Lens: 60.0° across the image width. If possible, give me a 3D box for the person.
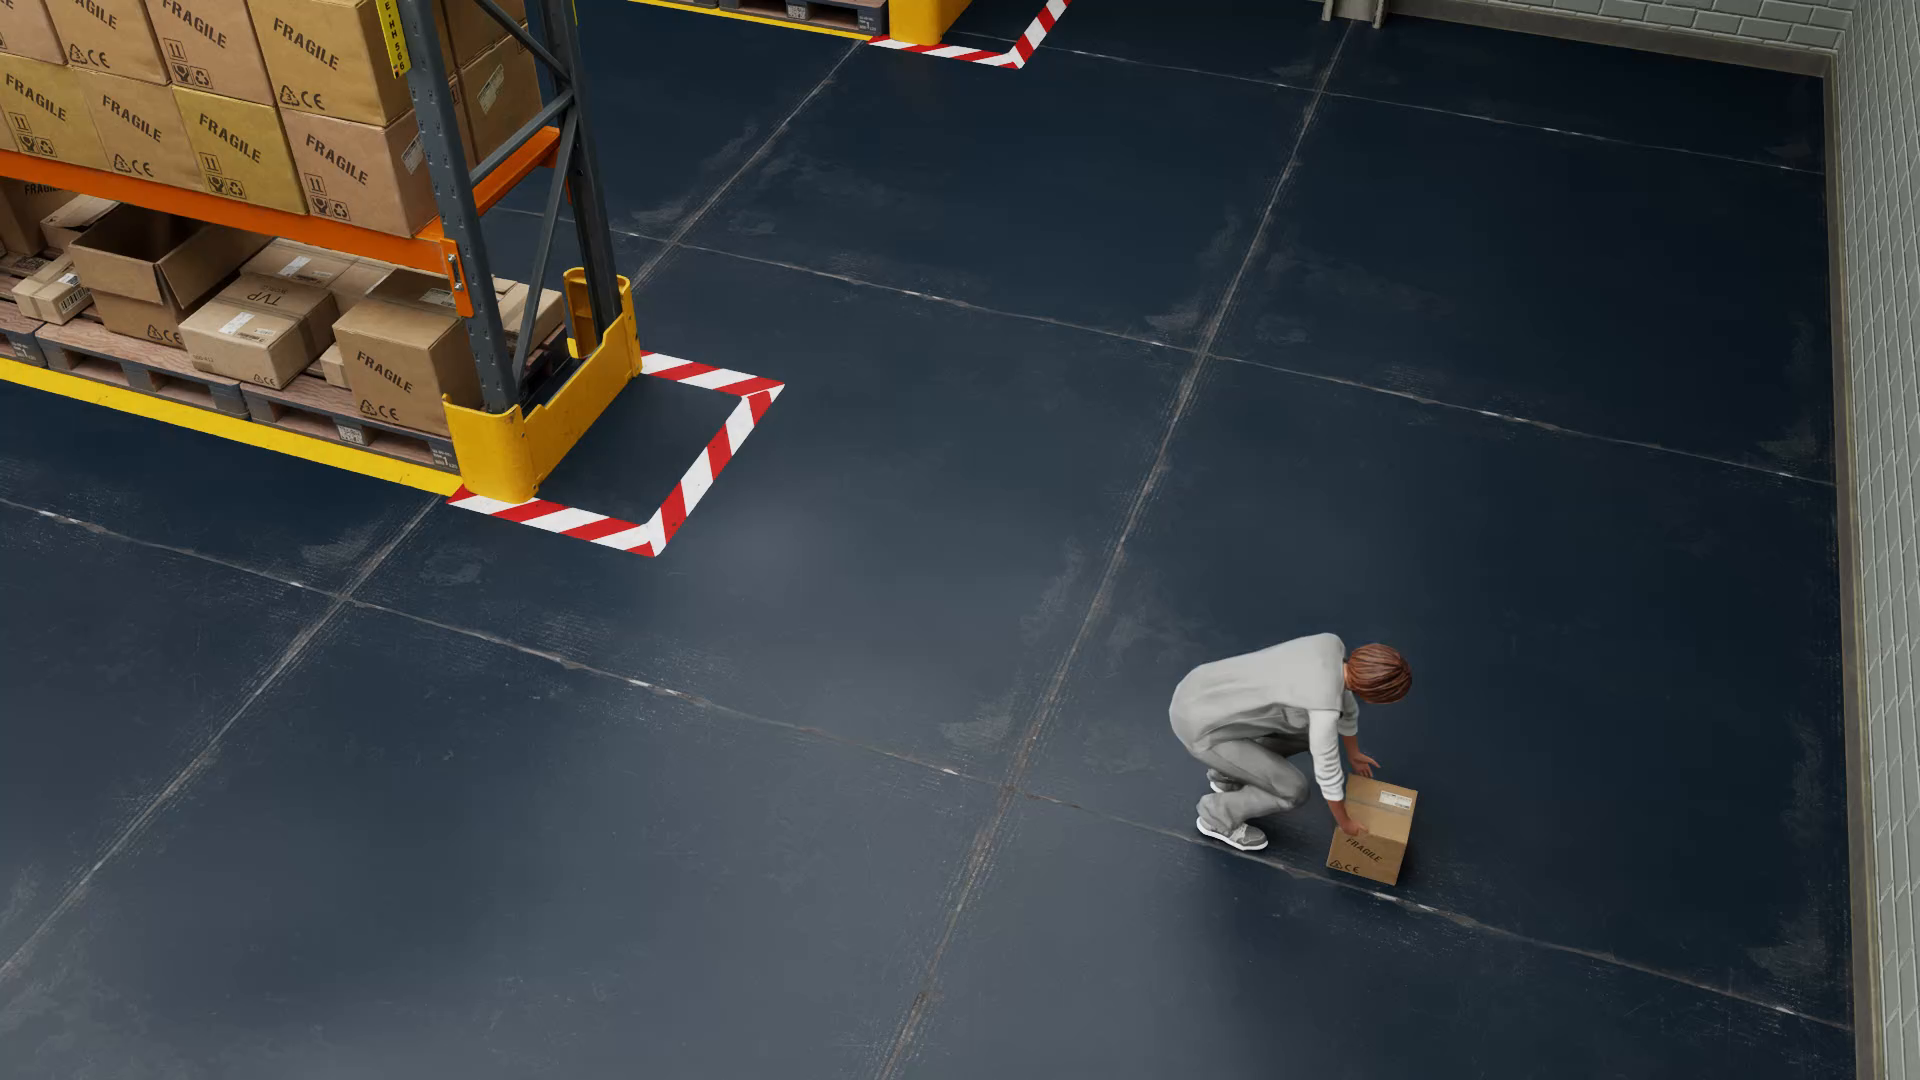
[{"bbox_3d":[1.184,0.793,5.950,0.873,0.757,0.427,13,44,13],"label":"person"}]
